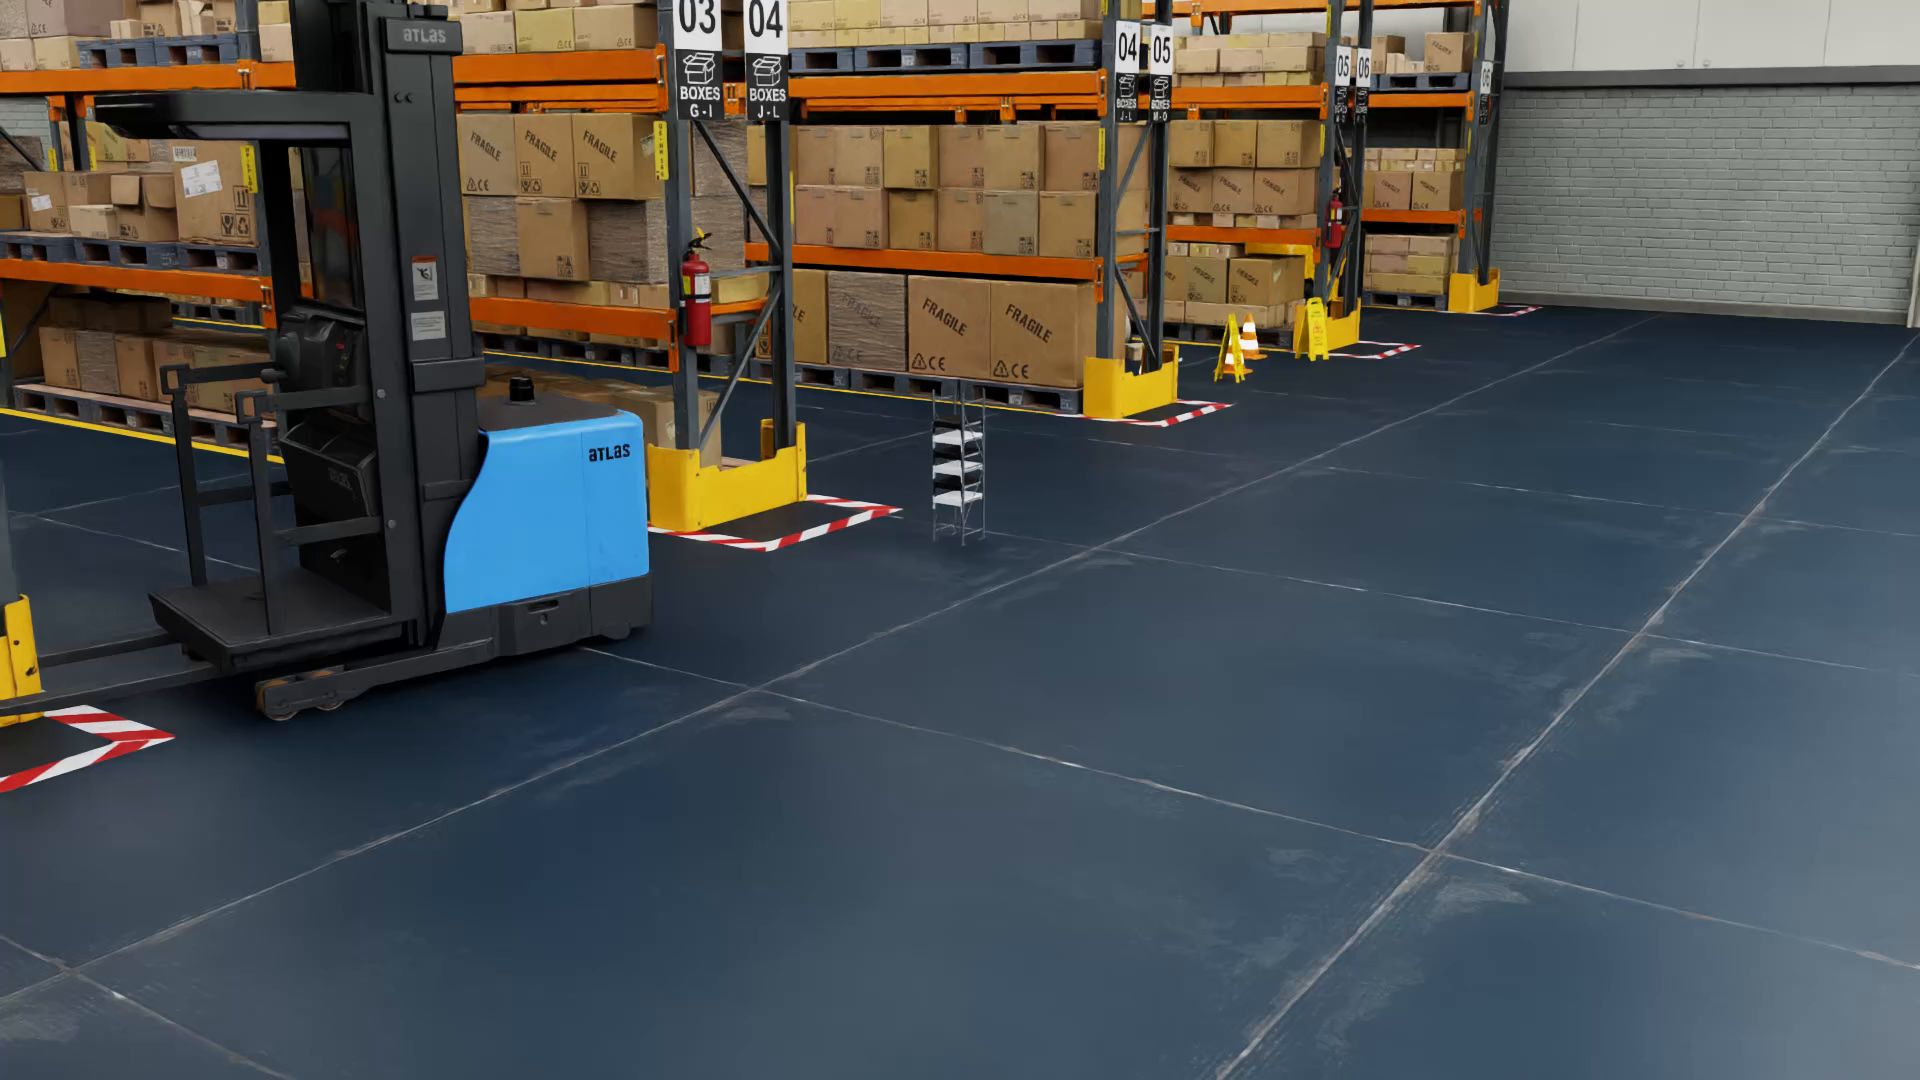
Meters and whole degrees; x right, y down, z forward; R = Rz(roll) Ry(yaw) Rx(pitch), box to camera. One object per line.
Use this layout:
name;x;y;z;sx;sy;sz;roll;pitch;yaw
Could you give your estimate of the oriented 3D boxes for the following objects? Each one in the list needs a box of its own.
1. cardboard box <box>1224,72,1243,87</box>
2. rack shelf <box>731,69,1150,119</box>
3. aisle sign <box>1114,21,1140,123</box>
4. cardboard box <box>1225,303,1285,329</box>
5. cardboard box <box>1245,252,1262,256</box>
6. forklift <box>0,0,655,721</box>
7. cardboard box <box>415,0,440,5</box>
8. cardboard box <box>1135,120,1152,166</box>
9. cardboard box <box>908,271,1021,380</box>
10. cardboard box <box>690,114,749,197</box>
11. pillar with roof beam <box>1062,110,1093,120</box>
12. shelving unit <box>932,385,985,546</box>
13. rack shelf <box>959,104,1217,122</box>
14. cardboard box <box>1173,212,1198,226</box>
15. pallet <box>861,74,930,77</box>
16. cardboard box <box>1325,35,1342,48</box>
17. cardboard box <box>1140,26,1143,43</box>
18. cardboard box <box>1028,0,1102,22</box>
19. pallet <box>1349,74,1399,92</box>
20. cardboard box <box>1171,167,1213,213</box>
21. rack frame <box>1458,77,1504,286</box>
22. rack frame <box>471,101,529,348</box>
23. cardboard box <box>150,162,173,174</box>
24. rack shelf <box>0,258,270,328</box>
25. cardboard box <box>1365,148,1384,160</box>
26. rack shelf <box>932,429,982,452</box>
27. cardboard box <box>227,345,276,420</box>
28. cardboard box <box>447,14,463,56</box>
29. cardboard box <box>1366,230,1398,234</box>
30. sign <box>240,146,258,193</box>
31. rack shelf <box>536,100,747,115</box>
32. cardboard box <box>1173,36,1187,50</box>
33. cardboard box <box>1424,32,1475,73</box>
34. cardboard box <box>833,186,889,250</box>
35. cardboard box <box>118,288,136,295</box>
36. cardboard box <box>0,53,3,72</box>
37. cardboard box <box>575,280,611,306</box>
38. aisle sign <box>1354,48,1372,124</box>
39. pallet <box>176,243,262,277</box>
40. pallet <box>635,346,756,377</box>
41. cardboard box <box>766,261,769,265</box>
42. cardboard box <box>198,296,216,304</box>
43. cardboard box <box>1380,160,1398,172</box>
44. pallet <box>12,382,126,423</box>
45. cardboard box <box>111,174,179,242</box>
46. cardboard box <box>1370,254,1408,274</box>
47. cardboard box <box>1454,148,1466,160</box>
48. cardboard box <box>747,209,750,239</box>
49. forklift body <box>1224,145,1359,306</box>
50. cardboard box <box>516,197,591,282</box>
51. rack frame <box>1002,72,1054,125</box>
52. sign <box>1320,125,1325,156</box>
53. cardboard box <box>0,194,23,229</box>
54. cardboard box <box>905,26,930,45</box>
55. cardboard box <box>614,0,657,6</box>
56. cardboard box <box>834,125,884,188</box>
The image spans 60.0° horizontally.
cardboard box;3.093;-5.044;18.238;0.250;0.149;0.380;9;17;33
rack shelf;-0.194;-3.976;14.897;4.000;0.370;1.077;9;17;33
aisle sign;1.357;-3.794;13.495;0.004;0.787;0.394;9;17;33
cardboard box;3.303;-2.529;18.644;0.500;0.250;0.500;9;17;33
cardboard box;3.173;-3.070;19.271;0.500;0.500;0.500;8;16;31
forklift;-2.910;-0.822;7.045;3.031;2.935;1.130;-12;18;-39
cardboard box;-3.272;-3.439;10.712;0.250;0.149;0.380;10;17;34
cardboard box;2.365;-4.517;18.918;0.500;0.500;0.700;9;17;32
cardboard box;0.134;-1.969;15.082;0.875;0.875;0.875;9;16;32
cardboard box;-1.691;-2.432;10.497;0.500;0.500;0.500;9;17;33
pillar with roof beam;-0.545;-7.723;22.295;0.400;9.000;9.100;9;17;33
shelving unit;-0.007;-0.438;9.719;0.210;0.900;0.258;9;17;33
rack shelf;1.932;-6.503;25.106;4.000;0.370;1.077;9;17;33
cardboard box;2.614;-3.645;18.827;0.250;0.149;0.380;9;17;32
pallet;-0.490;-5.745;20.938;1.003;0.211;1.213;9;17;33
cardboard box;3.963;-5.411;18.060;0.250;0.149;0.380;9;17;32
cardboard box;1.360;-4.297;14.139;0.250;0.149;0.380;9;17;33
cardboard box;0.903;-4.391;13.687;0.500;0.250;0.500;9;17;34
pallet;5.322;-6.268;22.844;1.213;0.211;1.003;9;17;33
cardboard box;2.714;-3.948;18.703;0.500;0.500;0.500;9;17;33
rack frame;6.911;-4.592;22.130;0.127;3.000;1.000;9;17;33
rack frame;-5.173;-3.674;18.422;0.127;3.000;1.000;9;17;33
cardboard box;-9.893;-4.549;21.128;0.500;0.500;0.500;9;17;33
rack shelf;-6.365;-2.081;13.485;4.000;0.370;1.077;9;17;33
cardboard box;5.599;-5.223;22.503;0.250;0.149;0.380;10;17;34
rack shelf;-0.007;-0.580;9.684;0.200;0.077;0.258;9;17;33
cardboard box;-5.203;-1.249;12.912;0.500;0.500;0.700;8;16;29
cardboard box;-3.185;-3.226;10.683;0.500;0.250;0.500;9;16;32
cardboard box;5.792;-4.184;23.250;0.500;0.250;0.500;9;17;32
sign;-5.013;-2.613;11.726;0.005;0.325;0.100;9;17;33
rack shelf;-4.154;-6.049;23.273;4.000;0.370;1.077;9;17;33
cardboard box;2.407;-5.508;18.453;0.250;0.149;0.380;10;17;34
cardboard box;6.408;-6.359;21.738;0.500;0.500;0.500;10;17;35
cardboard box;-0.690;-2.998;15.380;0.550;0.550;0.875;9;17;33
cardboard box;-10.931;-3.326;22.075;0.250;0.149;0.380;9;17;33
cardboard box;-7.777;-3.968;13.680;0.500;0.250;0.500;10;17;34
cardboard box;-2.182;-1.558;10.396;0.250;0.149;0.380;9;17;33
aisle sign;4.368;-4.917;18.033;0.004;0.787;0.394;9;17;33
pallet;-5.259;-2.200;12.869;1.213;0.211;1.003;9;17;33
pallet;-2.536;-1.872;16.947;1.213;0.211;1.003;9;17;33
cardboard box;-3.021;-3.956;23.110;0.875;0.875;0.875;9;17;32
cardboard box;-9.432;-3.089;21.118;0.250;0.149;0.380;9;16;31
cardboard box;5.858;-5.057;22.450;0.250;0.149;0.380;9;17;32
pallet;-7.377;-1.240;14.392;1.213;0.211;1.003;9;17;33
cardboard box;-6.196;-2.630;13.116;0.637;0.503;0.797;11;18;38
cardboard box;5.923;-3.776;22.642;0.500;0.250;0.500;9;17;32
cardboard box;6.752;-5.187;22.358;0.250;0.149;0.380;9;16;32
cardboard box;-2.140;-3.310;16.745;0.500;0.500;0.500;9;17;33
forklift body;4.319;-4.070;21.790;1.214;2.155;2.313;9;17;33
cardboard box;-2.310;-1.941;10.594;0.500;0.500;0.875;9;17;33
rack frame;0.825;-4.138;20.297;0.127;3.000;1.000;9;17;33
sign;3.818;-4.209;17.516;0.005;0.325;0.100;9;17;33
cardboard box;-8.573;-2.764;14.537;0.500;0.500;0.500;10;17;35
cardboard box;-0.265;-4.369;14.429;0.250;0.149;0.380;9;17;33
cardboard box;-1.791;-3.177;9.656;0.250;0.149;0.380;9;17;33
cardboard box;-0.674;-3.528;15.272;0.550;0.550;0.875;9;17;33
